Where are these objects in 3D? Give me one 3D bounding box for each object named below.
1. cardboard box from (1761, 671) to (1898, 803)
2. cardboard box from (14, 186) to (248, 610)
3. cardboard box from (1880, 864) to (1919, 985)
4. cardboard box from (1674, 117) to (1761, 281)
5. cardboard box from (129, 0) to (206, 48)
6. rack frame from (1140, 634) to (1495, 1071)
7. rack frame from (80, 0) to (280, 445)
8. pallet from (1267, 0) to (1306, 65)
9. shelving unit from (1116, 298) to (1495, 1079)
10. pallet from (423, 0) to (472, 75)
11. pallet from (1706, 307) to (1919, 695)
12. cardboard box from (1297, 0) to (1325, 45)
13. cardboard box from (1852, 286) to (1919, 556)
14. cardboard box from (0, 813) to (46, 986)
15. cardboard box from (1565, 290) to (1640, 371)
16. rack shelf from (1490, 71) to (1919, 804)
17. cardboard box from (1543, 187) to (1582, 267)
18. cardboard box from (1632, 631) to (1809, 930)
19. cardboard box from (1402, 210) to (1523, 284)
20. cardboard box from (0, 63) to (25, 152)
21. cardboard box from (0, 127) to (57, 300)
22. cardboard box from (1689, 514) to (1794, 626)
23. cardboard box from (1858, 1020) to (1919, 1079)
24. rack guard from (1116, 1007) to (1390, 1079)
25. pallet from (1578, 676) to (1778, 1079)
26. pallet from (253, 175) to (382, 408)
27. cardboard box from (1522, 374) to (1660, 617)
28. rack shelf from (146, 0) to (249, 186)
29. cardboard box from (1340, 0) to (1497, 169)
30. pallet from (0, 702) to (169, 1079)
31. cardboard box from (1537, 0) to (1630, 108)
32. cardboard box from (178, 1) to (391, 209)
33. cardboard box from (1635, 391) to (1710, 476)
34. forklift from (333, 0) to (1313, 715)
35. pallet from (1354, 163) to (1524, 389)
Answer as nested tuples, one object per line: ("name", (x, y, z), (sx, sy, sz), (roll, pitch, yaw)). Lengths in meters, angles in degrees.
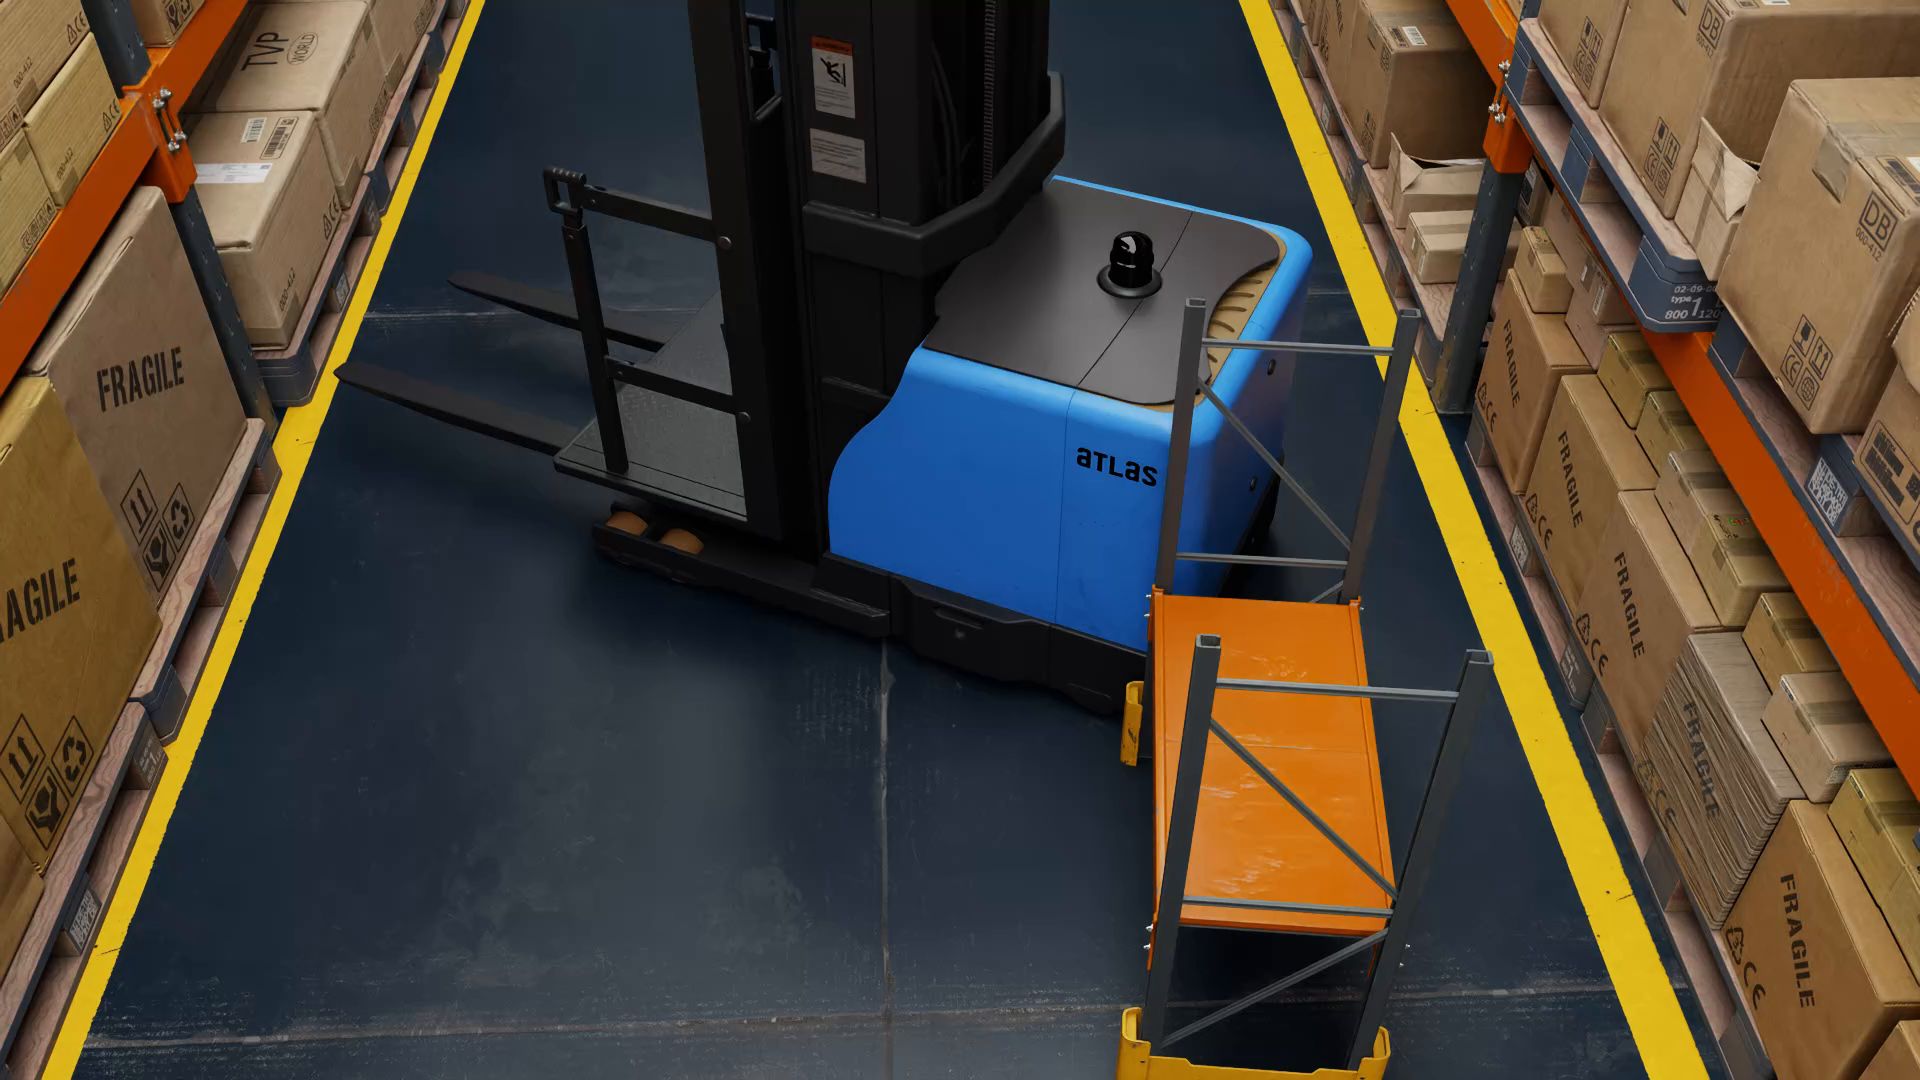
("cardboard box", (2.007, 0.420, 3.631), (0.380, 0.149, 0.250), (-4, 43, -4))
("cardboard box", (-2.713, -0.396, 4.724), (0.875, 0.875, 0.875), (0, 43, 0))
("cardboard box", (2.060, 0.774, 3.245), (0.380, 0.149, 0.250), (0, 43, -1))
("cardboard box", (1.815, -0.742, 3.629), (0.396, 0.266, 0.258), (0, 43, 0))
("cardboard box", (-2.578, -1.802, 4.922), (0.500, 0.500, 0.500), (0, 43, 0))
("rack frame", (0.653, 0.738, 3.335), (0.500, 1.500, 0.032), (3, 43, 3))
("rack frame", (-2.820, -1.441, 4.602), (1.000, 3.000, 0.127), (-2, 43, -2))
("pallet", (2.008, -2.669, 8.006), (1.003, 0.211, 1.213), (-2, 43, -2))
("shelving unit", (0.696, 0.389, 3.715), (0.587, 1.500, 1.083), (3, 43, 3))
("pallet", (-2.877, -2.576, 7.904), (1.003, 0.211, 1.213), (-2, 43, -2))
("pallet", (2.222, -0.128, 3.311), (1.003, 0.211, 1.213), (-2, 43, -2))
("cardboard box", (1.898, -2.526, 7.325), (0.700, 0.500, 0.500), (0, 43, 0))
("cardboard box", (2.055, -0.175, 2.834), (0.797, 0.503, 0.637), (-3, 43, -3))
("cardboard box", (-2.630, 0.817, 3.401), (0.875, 0.875, 0.875), (-1, 43, -1))
("cardboard box", (1.978, -0.624, 4.770), (0.380, 0.149, 0.250), (-3, 43, -3))
("rack shelf", (2.224, 0.029, 3.531), (1.077, 0.370, 4.000), (-2, 43, -2))
("cardboard box", (1.949, -0.920, 4.873), (0.380, 0.149, 0.250), (-2, 43, -3))
("cardboard box", (2.000, 0.560, 3.958), (0.500, 0.500, 0.500), (-3, 43, -3))
("cardboard box", (1.822, -1.058, 5.983), (0.380, 0.149, 0.250), (-3, 43, -3))
("cardboard box", (-2.529, -0.942, 3.799), (0.500, 0.250, 0.500), (-1, 43, -1))
("cardboard box", (-2.528, -0.746, 3.955), (0.500, 0.250, 0.500), (-2, 43, -2))
("cardboard box", (2.007, 0.071, 4.012), (0.380, 0.149, 0.250), (0, 43, 0))
("cardboard box", (2.066, 1.263, 3.191), (0.500, 0.500, 0.500), (-2, 43, -2))
("rack guard", (0.655, 1.185, 3.772), (0.587, 0.250, 0.087), (3, 43, 3))
("pallet", (2.266, 0.816, 4.204), (1.003, 0.211, 1.213), (-2, 43, -2))
("pallet", (-2.774, -0.929, 6.107), (1.003, 0.211, 1.213), (-2, 43, -2))
("cardboard box", (1.968, -0.127, 4.708), (0.500, 0.500, 0.500), (-2, 43, -2))
("rack shelf", (-2.905, -2.526, 6.318), (1.077, 0.370, 4.000), (-2, 43, -2))
("cardboard box", (1.942, -1.825, 6.560), (0.700, 0.500, 0.500), (-3, 43, -3))
("pallet", (-2.657, 0.931, 4.078), (1.003, 0.211, 1.213), (-2, 43, -2))
("cardboard box", (1.936, -1.445, 4.222), (0.700, 0.500, 0.500), (-1, 43, -1))
("cardboard box", (-2.778, -1.683, 6.451), (0.875, 0.438, 0.875), (-3, 43, -3))
("cardboard box", (2.025, -0.266, 4.380), (0.380, 0.149, 0.250), (-2, 43, -3))
("forklift", (-0.572, -1.256, 4.451), (3.031, 2.935, 1.130), (17, 45, 18))
("pallet", (2.111, -1.022, 6.209), (1.003, 0.211, 1.213), (-2, 43, -2))
